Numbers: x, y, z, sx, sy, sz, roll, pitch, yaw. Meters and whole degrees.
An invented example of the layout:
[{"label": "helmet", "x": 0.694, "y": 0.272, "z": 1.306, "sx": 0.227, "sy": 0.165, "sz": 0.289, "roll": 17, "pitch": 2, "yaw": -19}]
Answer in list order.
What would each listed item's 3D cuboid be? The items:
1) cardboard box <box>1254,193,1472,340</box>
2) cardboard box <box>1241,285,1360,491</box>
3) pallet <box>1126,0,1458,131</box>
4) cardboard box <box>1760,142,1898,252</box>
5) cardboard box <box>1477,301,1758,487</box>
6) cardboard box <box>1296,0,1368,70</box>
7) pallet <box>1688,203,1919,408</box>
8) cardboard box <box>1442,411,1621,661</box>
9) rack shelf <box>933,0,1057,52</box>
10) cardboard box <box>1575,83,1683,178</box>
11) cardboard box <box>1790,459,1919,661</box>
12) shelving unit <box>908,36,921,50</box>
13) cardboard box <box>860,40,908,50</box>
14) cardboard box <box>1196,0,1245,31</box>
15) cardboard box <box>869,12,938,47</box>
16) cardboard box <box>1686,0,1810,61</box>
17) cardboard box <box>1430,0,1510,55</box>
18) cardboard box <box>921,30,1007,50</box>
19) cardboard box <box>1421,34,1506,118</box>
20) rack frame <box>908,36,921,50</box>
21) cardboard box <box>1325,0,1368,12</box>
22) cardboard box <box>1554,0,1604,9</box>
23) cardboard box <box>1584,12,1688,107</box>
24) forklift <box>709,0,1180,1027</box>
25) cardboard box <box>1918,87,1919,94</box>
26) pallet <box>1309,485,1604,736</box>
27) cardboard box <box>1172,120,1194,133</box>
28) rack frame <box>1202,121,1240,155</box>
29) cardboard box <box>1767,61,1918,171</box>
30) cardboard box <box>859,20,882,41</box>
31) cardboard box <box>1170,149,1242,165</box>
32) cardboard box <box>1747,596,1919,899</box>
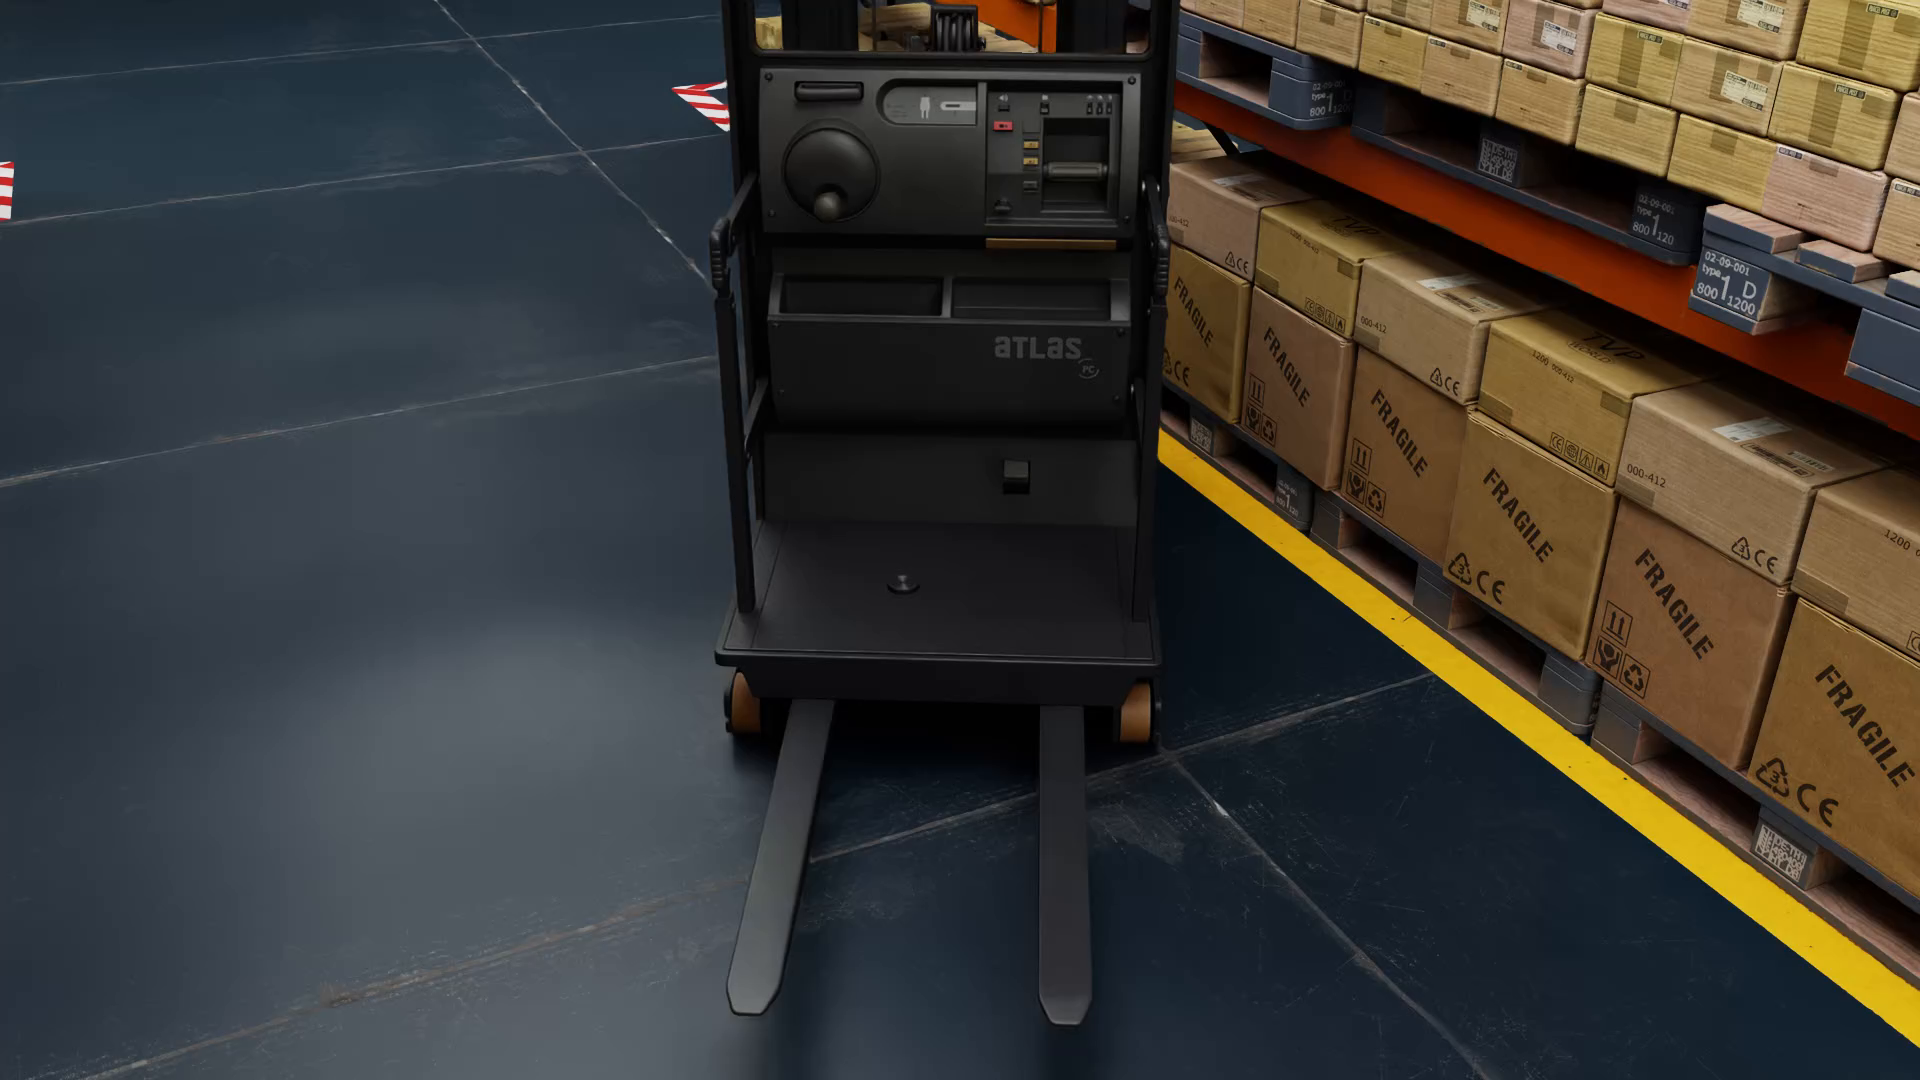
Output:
[{"label": "cardboard box", "x": 1.251, "y": -0.849, "z": 5.056, "sx": 0.500, "sy": 0.250, "sz": 0.500, "roll": -12, "pitch": 32, "yaw": -21}, {"label": "cardboard box", "x": 1.248, "y": -0.523, "z": 5.241, "sx": 0.500, "sy": 0.500, "sz": 0.500, "roll": -12, "pitch": 31, "yaw": -20}, {"label": "pallet", "x": 1.138, "y": -1.593, "z": 5.221, "sx": 1.003, "sy": 0.211, "sz": 1.213, "roll": -13, "pitch": 32, "yaw": -22}, {"label": "cardboard box", "x": 1.816, "y": -0.697, "z": 3.253, "sx": 0.380, "sy": 0.149, "sz": 0.250, "roll": -13, "pitch": 32, "yaw": -21}, {"label": "cardboard box", "x": 1.698, "y": -0.394, "z": 4.245, "sx": 0.500, "sy": 0.250, "sz": 0.500, "roll": -12, "pitch": 32, "yaw": -21}, {"label": "cardboard box", "x": 1.140, "y": -1.392, "z": 4.493, "sx": 0.380, "sy": 0.149, "sz": 0.250, "roll": -15, "pitch": 32, "yaw": -24}, {"label": "pallet", "x": 2.257, "y": -0.487, "z": 3.248, "sx": 1.213, "sy": 0.211, "sz": 1.003, "roll": -13, "pitch": 32, "yaw": -22}, {"label": "cardboard box", "x": 1.679, "y": -0.067, "z": 4.429, "sx": 0.500, "sy": 0.500, "sz": 0.500, "roll": -15, "pitch": 32, "yaw": -24}, {"label": "rack shelf", "x": 0.083, "y": -2.615, "z": 7.582, "sx": 1.077, "sy": 0.370, "sz": 4.000, "roll": -13, "pitch": 32, "yaw": -22}, {"label": "cardboard box", "x": 1.595, "y": -0.926, "z": 3.662, "sx": 0.380, "sy": 0.149, "sz": 0.250, "roll": -15, "pitch": 32, "yaw": -24}, {"label": "cardboard box", "x": 2.128, "y": 0.055, "z": 3.445, "sx": 0.500, "sy": 0.250, "sz": 0.500, "roll": -14, "pitch": 32, "yaw": -23}, {"label": "shelving unit", "x": -0.140, "y": -1.173, "z": 6.192, "sx": 0.538, "sy": 1.125, "sz": 1.048, "roll": -14, "pitch": 32, "yaw": -24}, {"label": "cardboard box", "x": -0.457, "y": -2.382, "z": 8.308, "sx": 0.380, "sy": 0.149, "sz": 0.250, "roll": -15, "pitch": 32, "yaw": -24}, {"label": "cardboard box", "x": 0.923, "y": -1.616, "z": 4.892, "sx": 0.380, "sy": 0.149, "sz": 0.250, "roll": -13, "pitch": 32, "yaw": -22}, {"label": "cardboard box", "x": -0.264, "y": -2.708, "z": 8.889, "sx": 0.380, "sy": 0.149, "sz": 0.250, "roll": -12, "pitch": 32, "yaw": -21}, {"label": "cardboard box", "x": 1.698, "y": -1.076, "z": 3.321, "sx": 0.380, "sy": 0.149, "sz": 0.250, "roll": -12, "pitch": 31, "yaw": -21}, {"label": "cardboard box", "x": 1.369, "y": -1.287, "z": 4.002, "sx": 0.380, "sy": 0.149, "sz": 0.250, "roll": -14, "pitch": 32, "yaw": -23}, {"label": "cardboard box", "x": 0.016, "y": -2.492, "z": 8.505, "sx": 0.380, "sy": 0.149, "sz": 0.250, "roll": -14, "pitch": 32, "yaw": -24}, {"label": "cardboard box", "x": 1.366, "y": -1.161, "z": 4.080, "sx": 0.380, "sy": 0.149, "sz": 0.250, "roll": -15, "pitch": 32, "yaw": -24}, {"label": "rack frame", "x": -0.377, "y": -1.393, "z": 6.584, "sx": 0.500, "sy": 1.125, "sz": 0.032, "roll": -14, "pitch": 32, "yaw": -24}, {"label": "cardboard box", "x": 1.149, "y": -1.517, "z": 4.411, "sx": 0.380, "sy": 0.149, "sz": 0.250, "roll": -12, "pitch": 31, "yaw": -20}, {"label": "cardboard box", "x": 1.481, "y": -1.303, "z": 3.726, "sx": 0.380, "sy": 0.149, "sz": 0.250, "roll": -12, "pitch": 31, "yaw": -20}, {"label": "cardboard box", "x": 1.592, "y": -1.058, "z": 3.594, "sx": 0.380, "sy": 0.149, "sz": 0.250, "roll": -13, "pitch": 32, "yaw": -22}, {"label": "forklift", "x": -0.034, "y": -0.911, "z": 3.878, "sx": 1.130, "sy": 2.935, "sz": 3.031, "roll": 1, "pitch": 29, "yaw": 2}, {"label": "cardboard box", "x": 1.929, "y": -0.843, "z": 2.906, "sx": 0.380, "sy": 0.149, "sz": 0.250, "roll": -13, "pitch": 32, "yaw": -23}, {"label": "pallet", "x": 1.805, "y": 0.054, "z": 4.937, "sx": 1.003, "sy": 0.211, "sz": 1.213, "roll": -13, "pitch": 32, "yaw": -22}, {"label": "cardboard box", "x": 0.763, "y": -1.676, "z": 7.048, "sx": 0.380, "sy": 0.149, "sz": 0.250, "roll": -14, "pitch": 32, "yaw": -23}, {"label": "rack frame", "x": 0.942, "y": -2.045, "z": 5.830, "sx": 1.000, "sy": 3.000, "sz": 0.127, "roll": -13, "pitch": 32, "yaw": -22}, {"label": "cardboard box", "x": 1.804, "y": -0.837, "z": 3.200, "sx": 0.380, "sy": 0.149, "sz": 0.250, "roll": -12, "pitch": 32, "yaw": -21}, {"label": "cardboard box", "x": -0.631, "y": -2.612, "z": 8.718, "sx": 0.380, "sy": 0.149, "sz": 0.250, "roll": -12, "pitch": 32, "yaw": -21}, {"label": "cardboard box", "x": 0.981, "y": -1.440, "z": 6.628, "sx": 0.380, "sy": 0.149, "sz": 0.250, "roll": -12, "pitch": 31, "yaw": -20}, {"label": "cardboard box", "x": 2.140, "y": 0.393, "z": 3.608, "sx": 0.500, "sy": 0.500, "sz": 0.500, "roll": -13, "pitch": 32, "yaw": -22}]
